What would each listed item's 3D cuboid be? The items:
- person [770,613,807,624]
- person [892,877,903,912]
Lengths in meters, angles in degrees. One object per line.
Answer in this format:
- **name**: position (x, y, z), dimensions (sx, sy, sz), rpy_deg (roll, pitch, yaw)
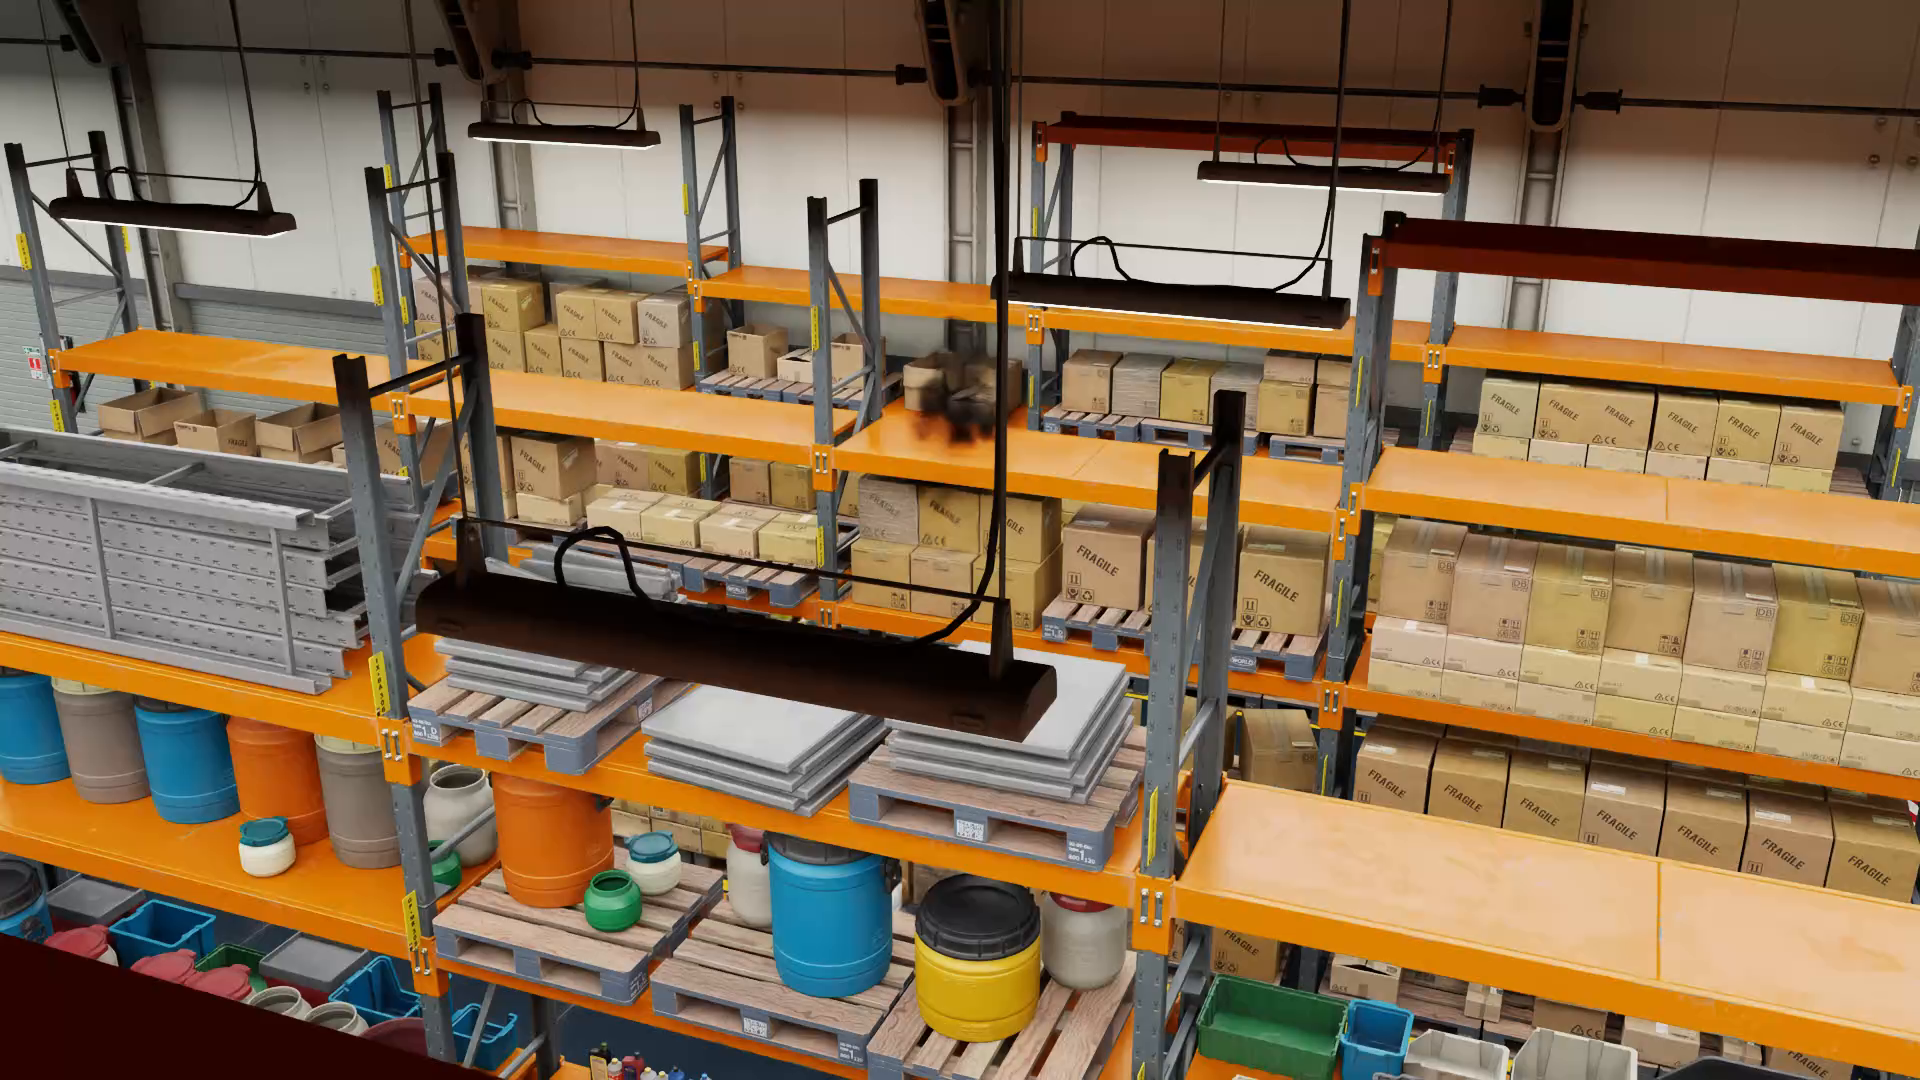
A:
- **person**: position (-1.728, 0.937, 16.687), dimensions (0.711, 1.873, 0.674), rpy_deg (6, 22, 15)
- **person**: position (-0.504, 2.943, 11.520), dimensions (0.863, 1.712, 0.614), rpy_deg (8, 22, 21)
